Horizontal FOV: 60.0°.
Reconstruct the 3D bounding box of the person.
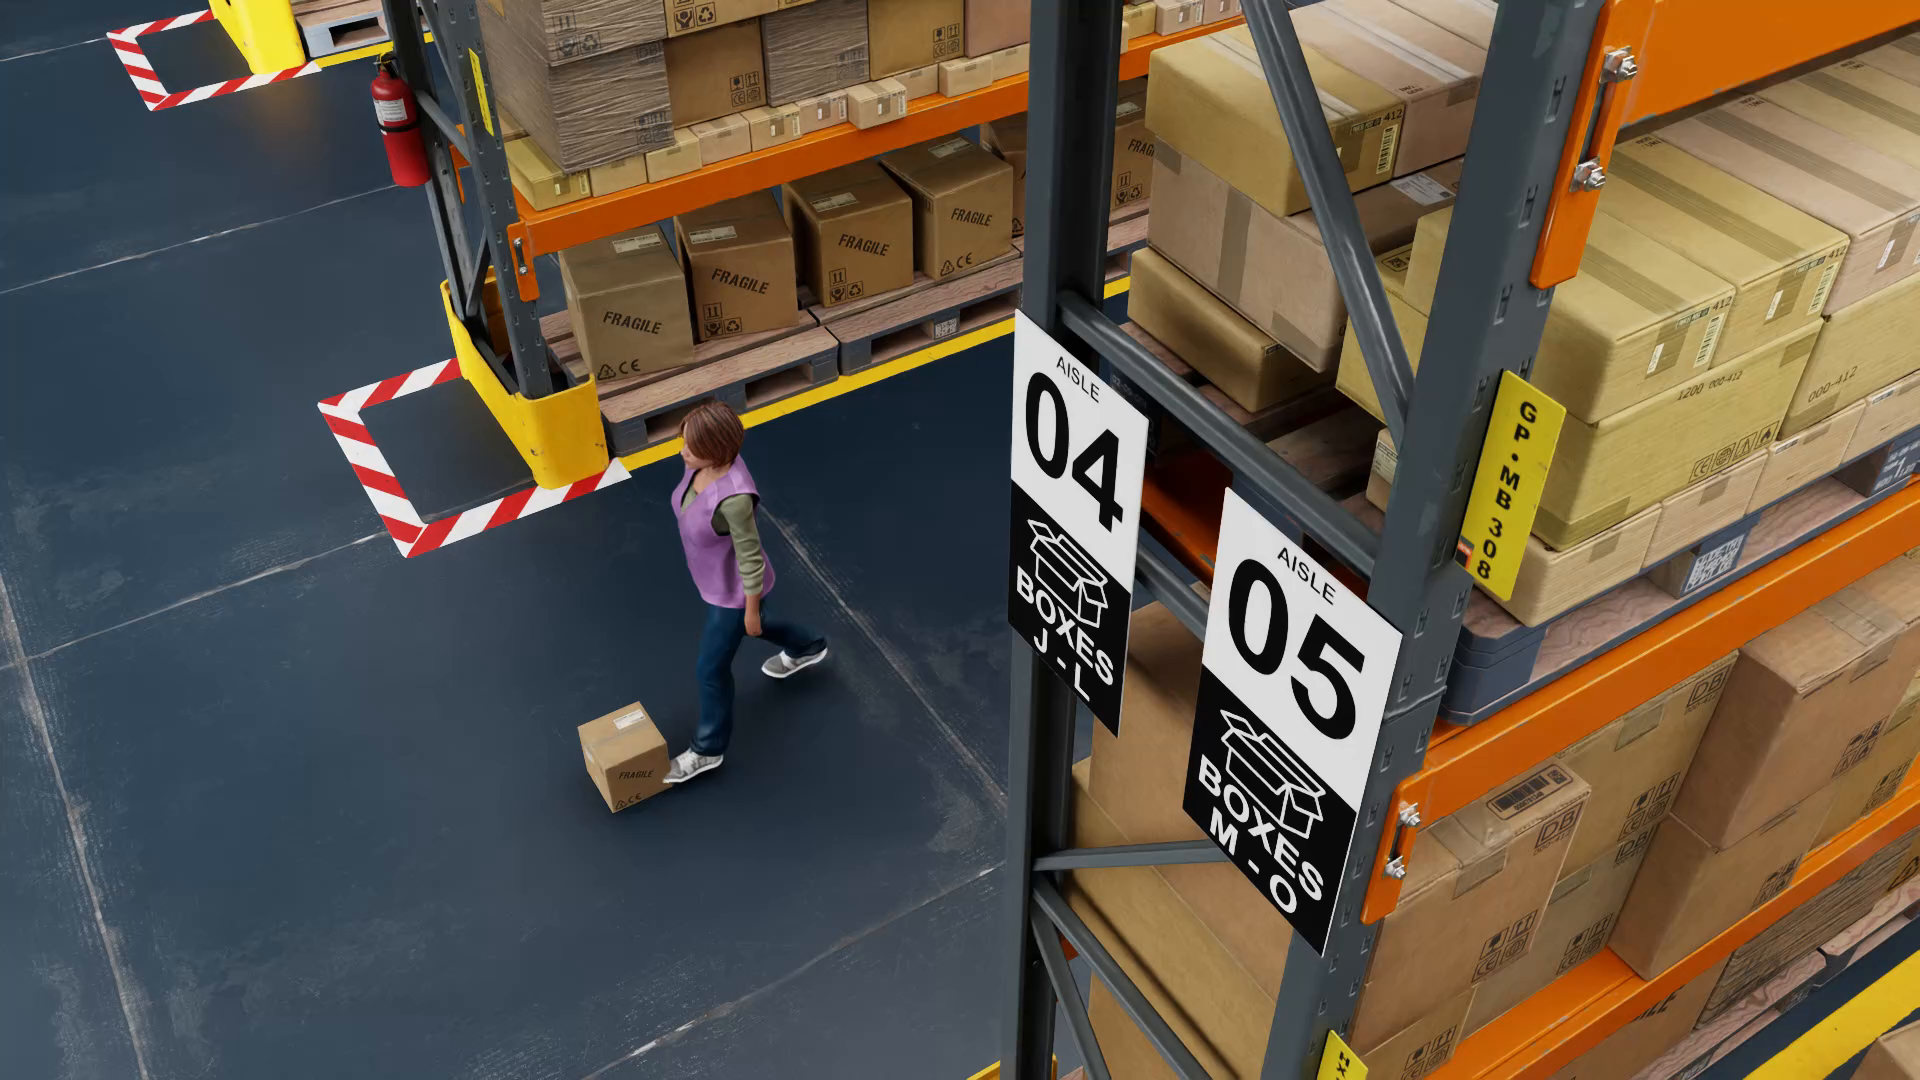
[{"bbox_3d":[-0.846,0.205,6.084,0.803,1.346,0.414,-16,44,-18],"label":"person"}]
